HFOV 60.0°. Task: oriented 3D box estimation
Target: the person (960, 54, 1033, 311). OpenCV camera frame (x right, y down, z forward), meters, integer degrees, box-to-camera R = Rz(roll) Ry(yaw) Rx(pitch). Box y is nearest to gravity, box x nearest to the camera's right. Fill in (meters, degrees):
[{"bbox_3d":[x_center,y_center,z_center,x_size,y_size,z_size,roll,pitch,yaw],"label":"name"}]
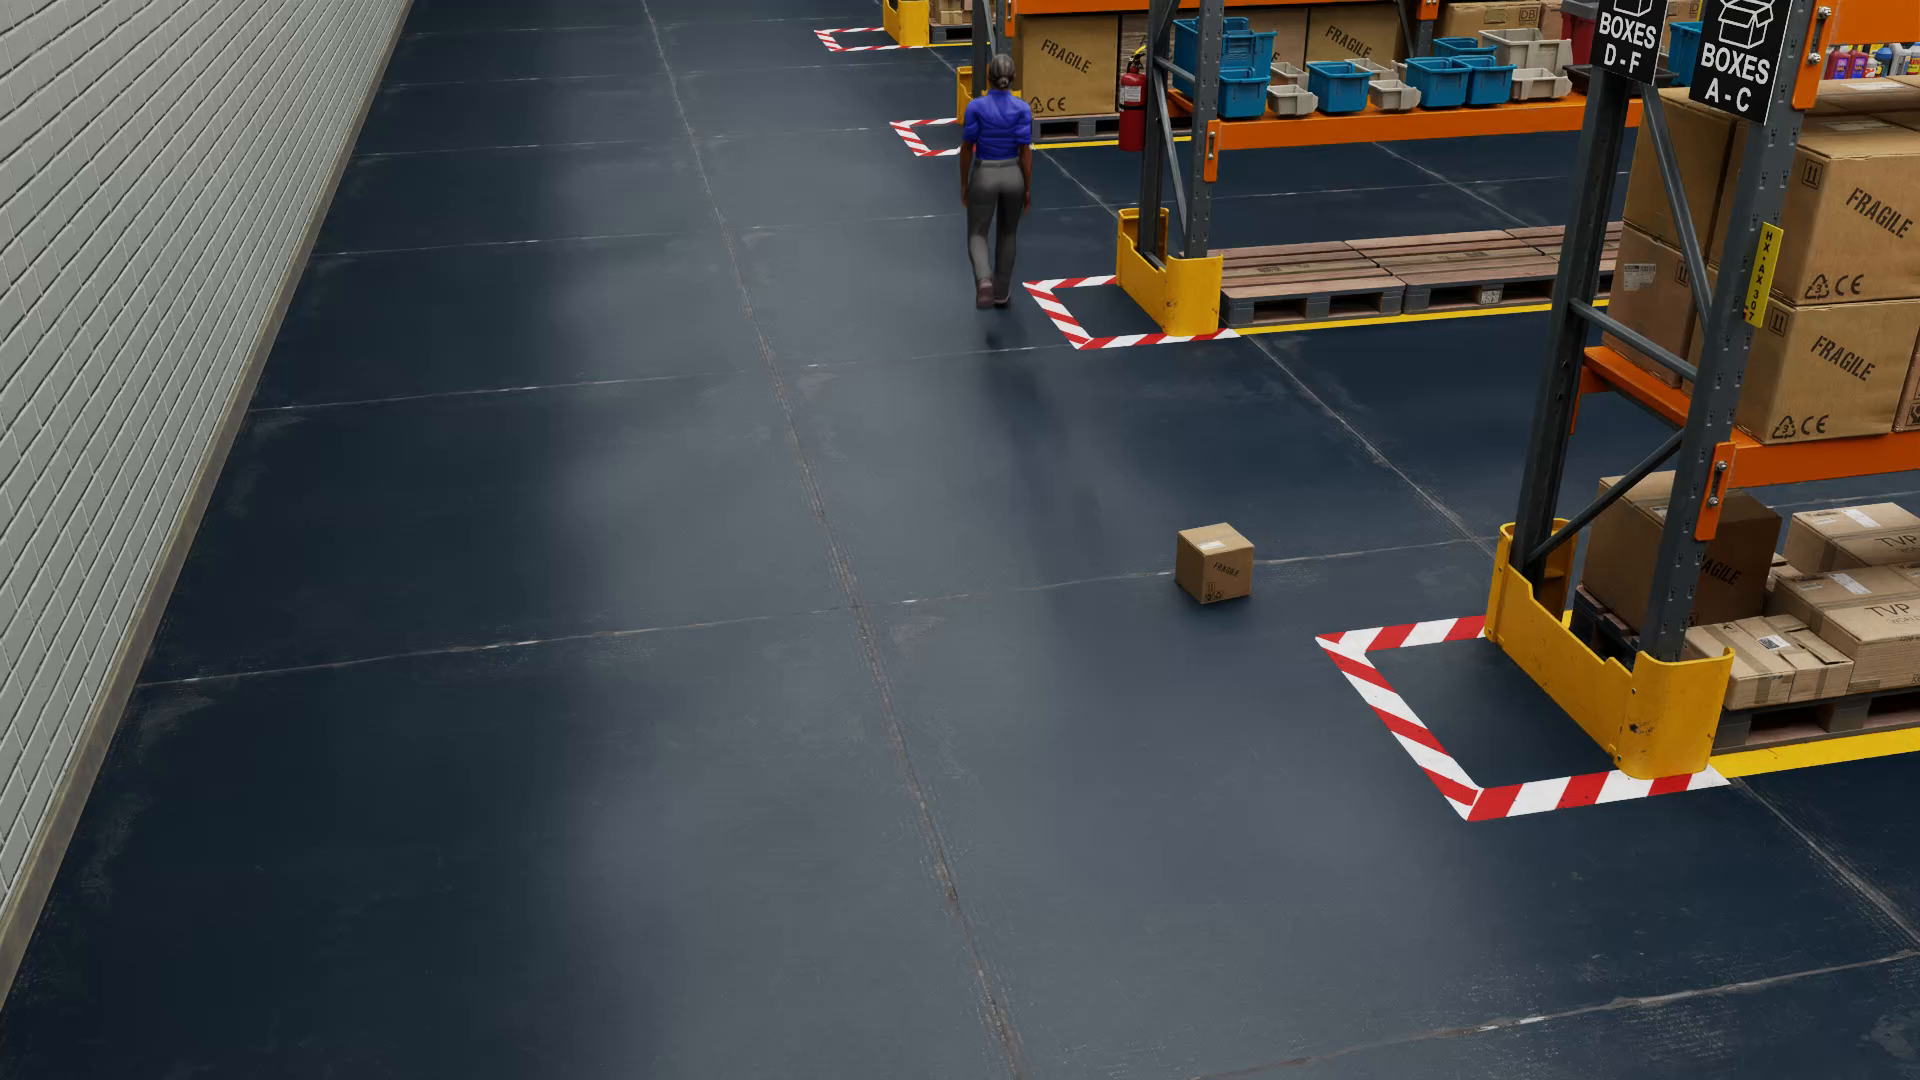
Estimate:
[{"bbox_3d":[0.226,-2.236,10.500,0.452,1.630,0.739,-1,27,-2],"label":"person"}]
